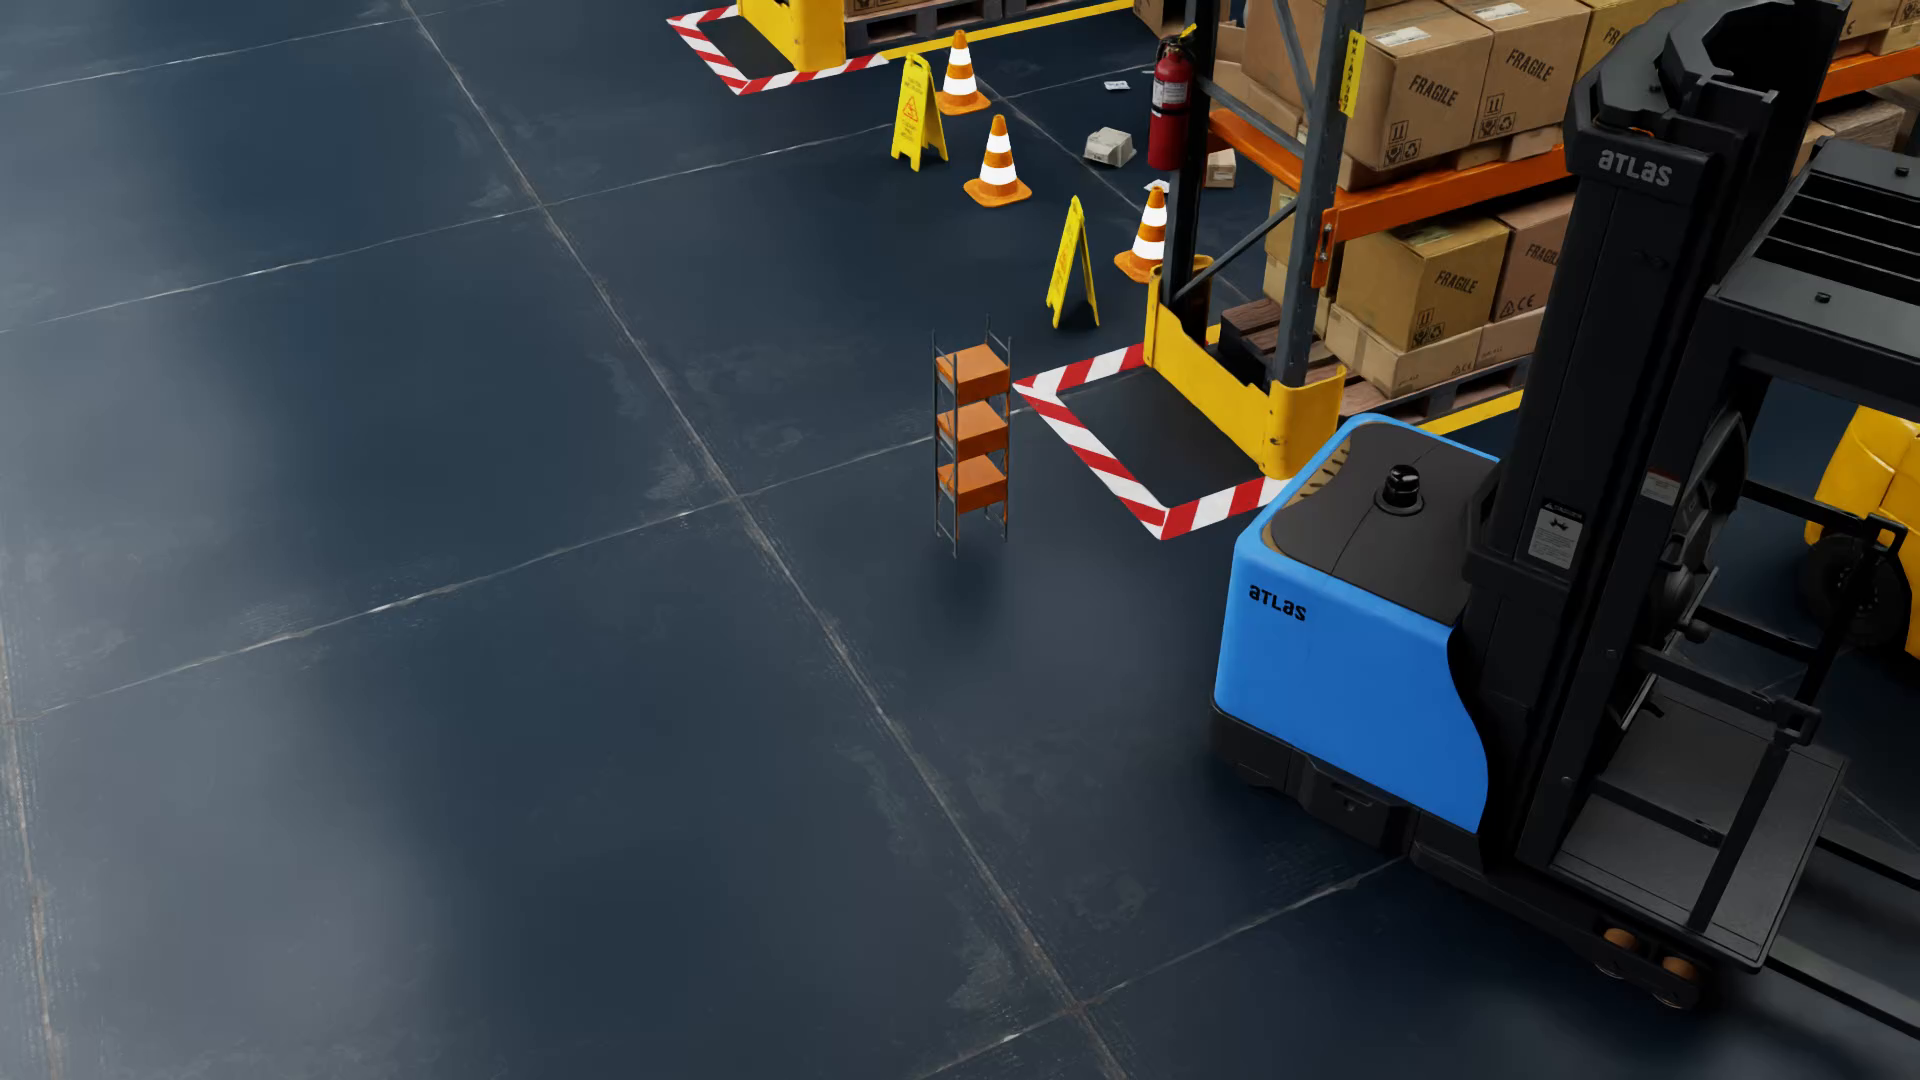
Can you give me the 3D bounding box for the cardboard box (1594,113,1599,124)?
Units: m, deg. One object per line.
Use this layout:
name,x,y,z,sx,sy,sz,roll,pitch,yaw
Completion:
cardboard box,2.801,-2.028,7.518,0.250,0.149,0.380,-17,43,-19

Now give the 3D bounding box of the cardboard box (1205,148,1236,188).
cardboard box,1.476,-2.226,9.764,0.250,0.149,0.380,2,40,2

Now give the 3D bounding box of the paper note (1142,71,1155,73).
paper note,1.252,-3.052,10.848,0.123,0.001,0.032,2,40,2

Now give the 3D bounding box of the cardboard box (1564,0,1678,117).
cardboard box,2.704,-2.209,7.230,0.500,0.500,0.500,-19,44,-21

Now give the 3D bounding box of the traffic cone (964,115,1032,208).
traffic cone,0.218,-2.199,9.490,0.334,0.463,0.336,-19,44,-21

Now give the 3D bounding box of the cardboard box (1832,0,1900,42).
cardboard box,4.062,-2.678,7.785,0.500,0.500,0.500,-17,43,-19

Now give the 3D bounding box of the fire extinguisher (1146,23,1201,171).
fire extinguisher,0.933,-1.966,7.311,0.183,0.674,0.296,-19,44,-21

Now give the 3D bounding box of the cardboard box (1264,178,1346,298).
cardboard box,1.837,-1.551,7.983,0.500,0.500,0.500,-18,44,-20

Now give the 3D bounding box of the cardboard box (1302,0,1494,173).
cardboard box,1.795,-1.900,6.865,0.500,0.500,0.500,-19,44,-21

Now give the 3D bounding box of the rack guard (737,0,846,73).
rack guard,-1.150,-3.611,11.128,0.348,0.500,1.175,-19,44,-21

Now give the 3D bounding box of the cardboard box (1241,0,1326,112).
cardboard box,1.601,-2.237,7.263,0.500,0.500,0.500,-19,44,-21

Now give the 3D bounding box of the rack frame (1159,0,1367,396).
rack frame,1.247,-1.765,7.014,0.127,3.000,1.000,-19,44,-21

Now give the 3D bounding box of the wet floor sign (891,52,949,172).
wet floor sign,-0.240,-2.530,9.739,0.232,0.644,0.267,-26,47,-28

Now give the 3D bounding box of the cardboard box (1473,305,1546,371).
cardboard box,2.546,-1.107,8.039,0.500,0.250,0.500,-17,43,-19

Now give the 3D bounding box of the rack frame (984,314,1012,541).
rack frame,0.156,-0.453,6.973,0.008,1.050,0.200,-19,44,-21

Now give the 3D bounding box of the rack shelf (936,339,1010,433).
rack shelf,0.047,-0.625,6.753,0.240,0.259,0.215,-19,44,-21

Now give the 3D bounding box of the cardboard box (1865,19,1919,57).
cardboard box,4.432,-2.514,8.093,0.250,0.149,0.380,-18,43,-20

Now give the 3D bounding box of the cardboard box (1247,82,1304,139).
cardboard box,1.480,-1.904,7.372,0.250,0.149,0.380,-17,43,-19

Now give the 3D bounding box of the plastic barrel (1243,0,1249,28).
plastic barrel,2.121,-3.565,11.134,0.421,0.421,0.512,8,41,10

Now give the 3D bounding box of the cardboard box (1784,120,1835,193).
cardboard box,3.944,-1.873,8.364,0.500,0.500,0.500,-18,43,-20

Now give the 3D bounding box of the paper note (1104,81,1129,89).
paper note,1.009,-2.921,10.678,0.142,0.017,0.144,-5,40,-6

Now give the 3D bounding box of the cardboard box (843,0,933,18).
cardboard box,-0.558,-4.161,11.164,0.875,0.875,0.875,-18,44,-20

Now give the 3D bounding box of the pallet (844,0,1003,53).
pallet,-0.456,-3.791,11.565,1.213,0.211,1.003,-19,44,-21

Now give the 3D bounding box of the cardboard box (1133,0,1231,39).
cardboard box,1.516,-3.761,11.304,0.500,0.500,0.500,-12,42,-13

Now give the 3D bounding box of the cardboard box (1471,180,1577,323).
cardboard box,2.573,-1.411,7.818,0.500,0.500,0.500,-20,44,-22

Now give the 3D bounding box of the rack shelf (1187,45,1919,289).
rack shelf,3.021,-2.088,7.952,4.000,0.370,1.077,-19,44,-21

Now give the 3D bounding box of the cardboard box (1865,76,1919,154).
cardboard box,5.259,-2.275,9.324,0.625,0.372,0.950,-18,43,-20

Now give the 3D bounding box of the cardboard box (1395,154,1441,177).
cardboard box,1.861,-1.736,7.174,0.250,0.149,0.380,-18,43,-20

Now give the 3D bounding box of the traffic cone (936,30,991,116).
traffic cone,-0.002,-2.948,10.375,0.334,0.463,0.336,-19,44,-21

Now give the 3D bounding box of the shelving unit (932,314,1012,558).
shelving unit,0.047,-0.417,6.930,0.252,1.050,0.215,-19,44,-21

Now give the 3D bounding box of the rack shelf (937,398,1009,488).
rack shelf,0.047,-0.409,6.937,0.240,0.259,0.215,-19,44,-21

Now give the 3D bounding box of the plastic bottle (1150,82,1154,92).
plastic bottle,1.357,-2.931,10.665,0.133,0.061,0.283,31,49,31

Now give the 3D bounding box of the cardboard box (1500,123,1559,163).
cardboard box,2.380,-1.818,7.270,0.250,0.149,0.380,-18,43,-20

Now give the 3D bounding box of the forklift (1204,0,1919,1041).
forklift,2.404,0.017,4.961,3.031,2.935,1.130,25,46,27
